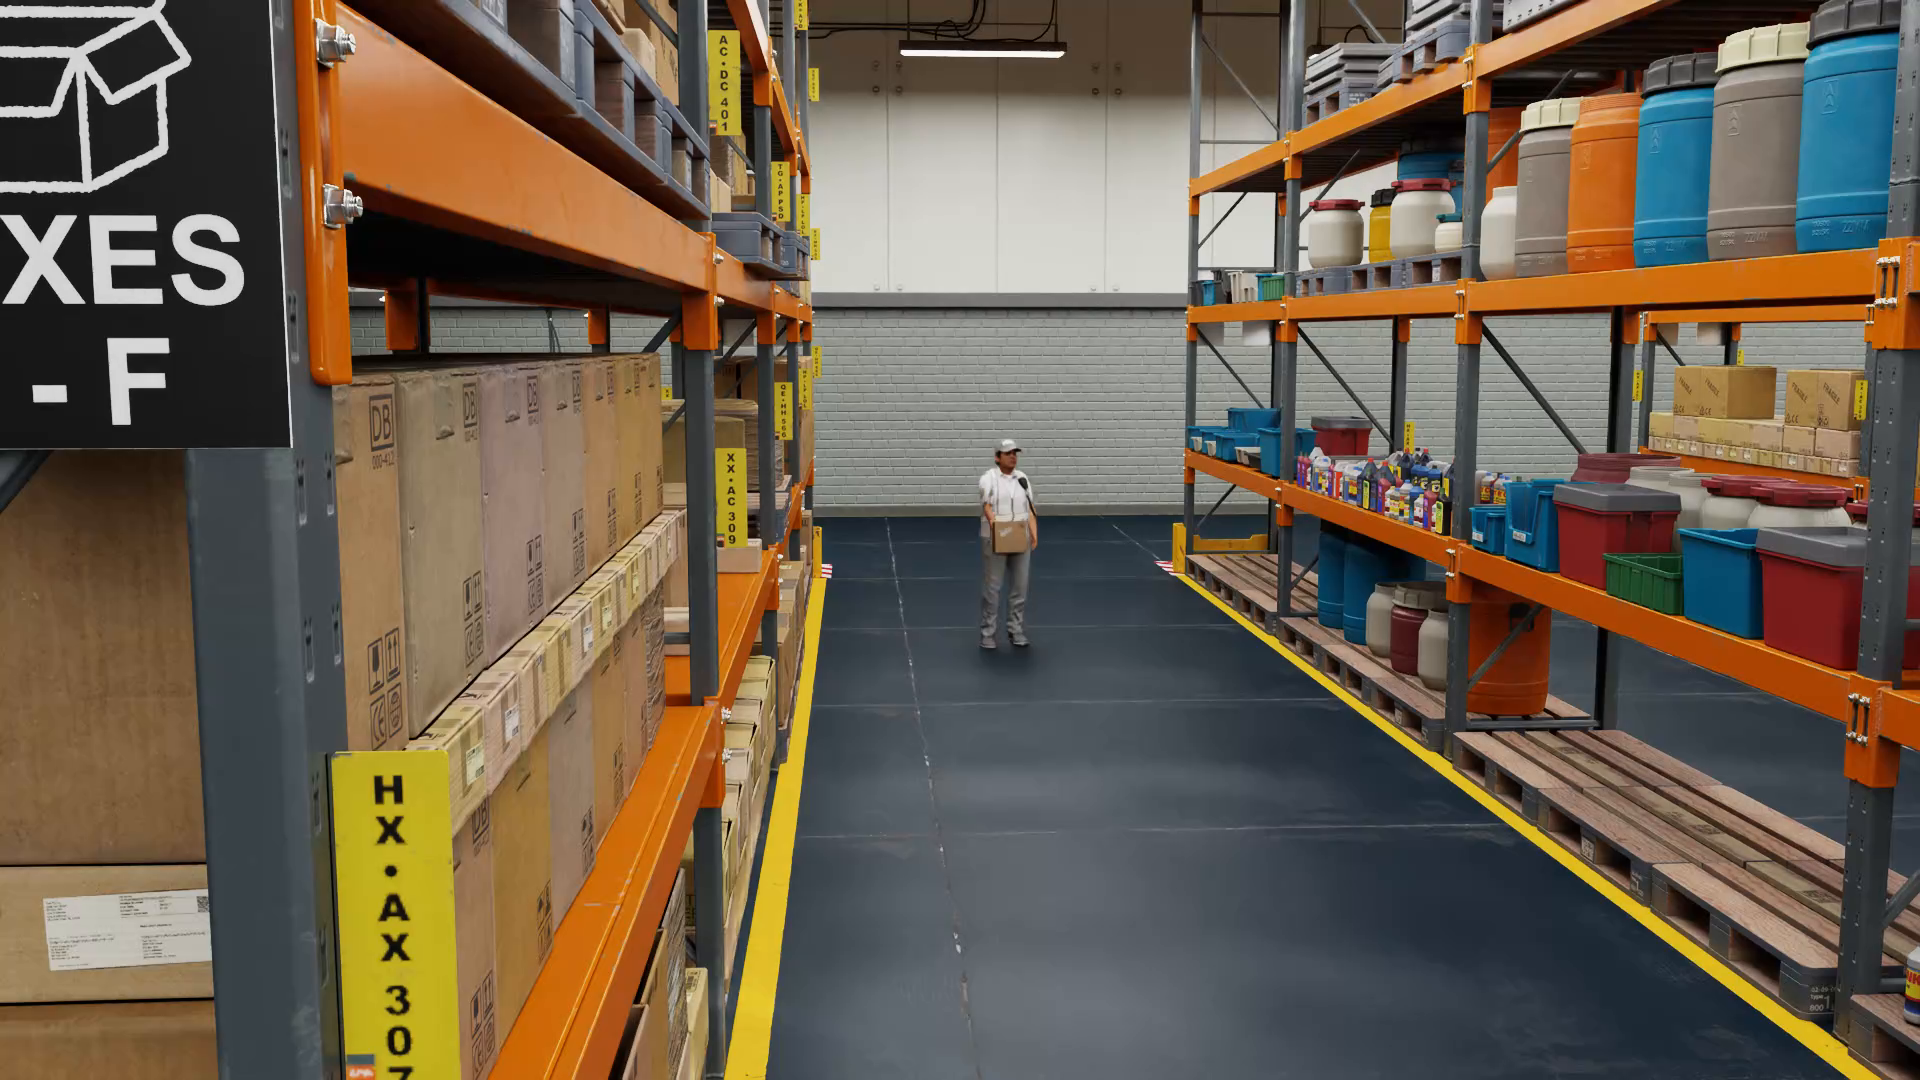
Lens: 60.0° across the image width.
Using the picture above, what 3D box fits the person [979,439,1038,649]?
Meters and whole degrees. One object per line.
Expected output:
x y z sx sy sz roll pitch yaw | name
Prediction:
0.375 0.024 13.519 0.537 1.670 0.497 -3 8 -25 | person
